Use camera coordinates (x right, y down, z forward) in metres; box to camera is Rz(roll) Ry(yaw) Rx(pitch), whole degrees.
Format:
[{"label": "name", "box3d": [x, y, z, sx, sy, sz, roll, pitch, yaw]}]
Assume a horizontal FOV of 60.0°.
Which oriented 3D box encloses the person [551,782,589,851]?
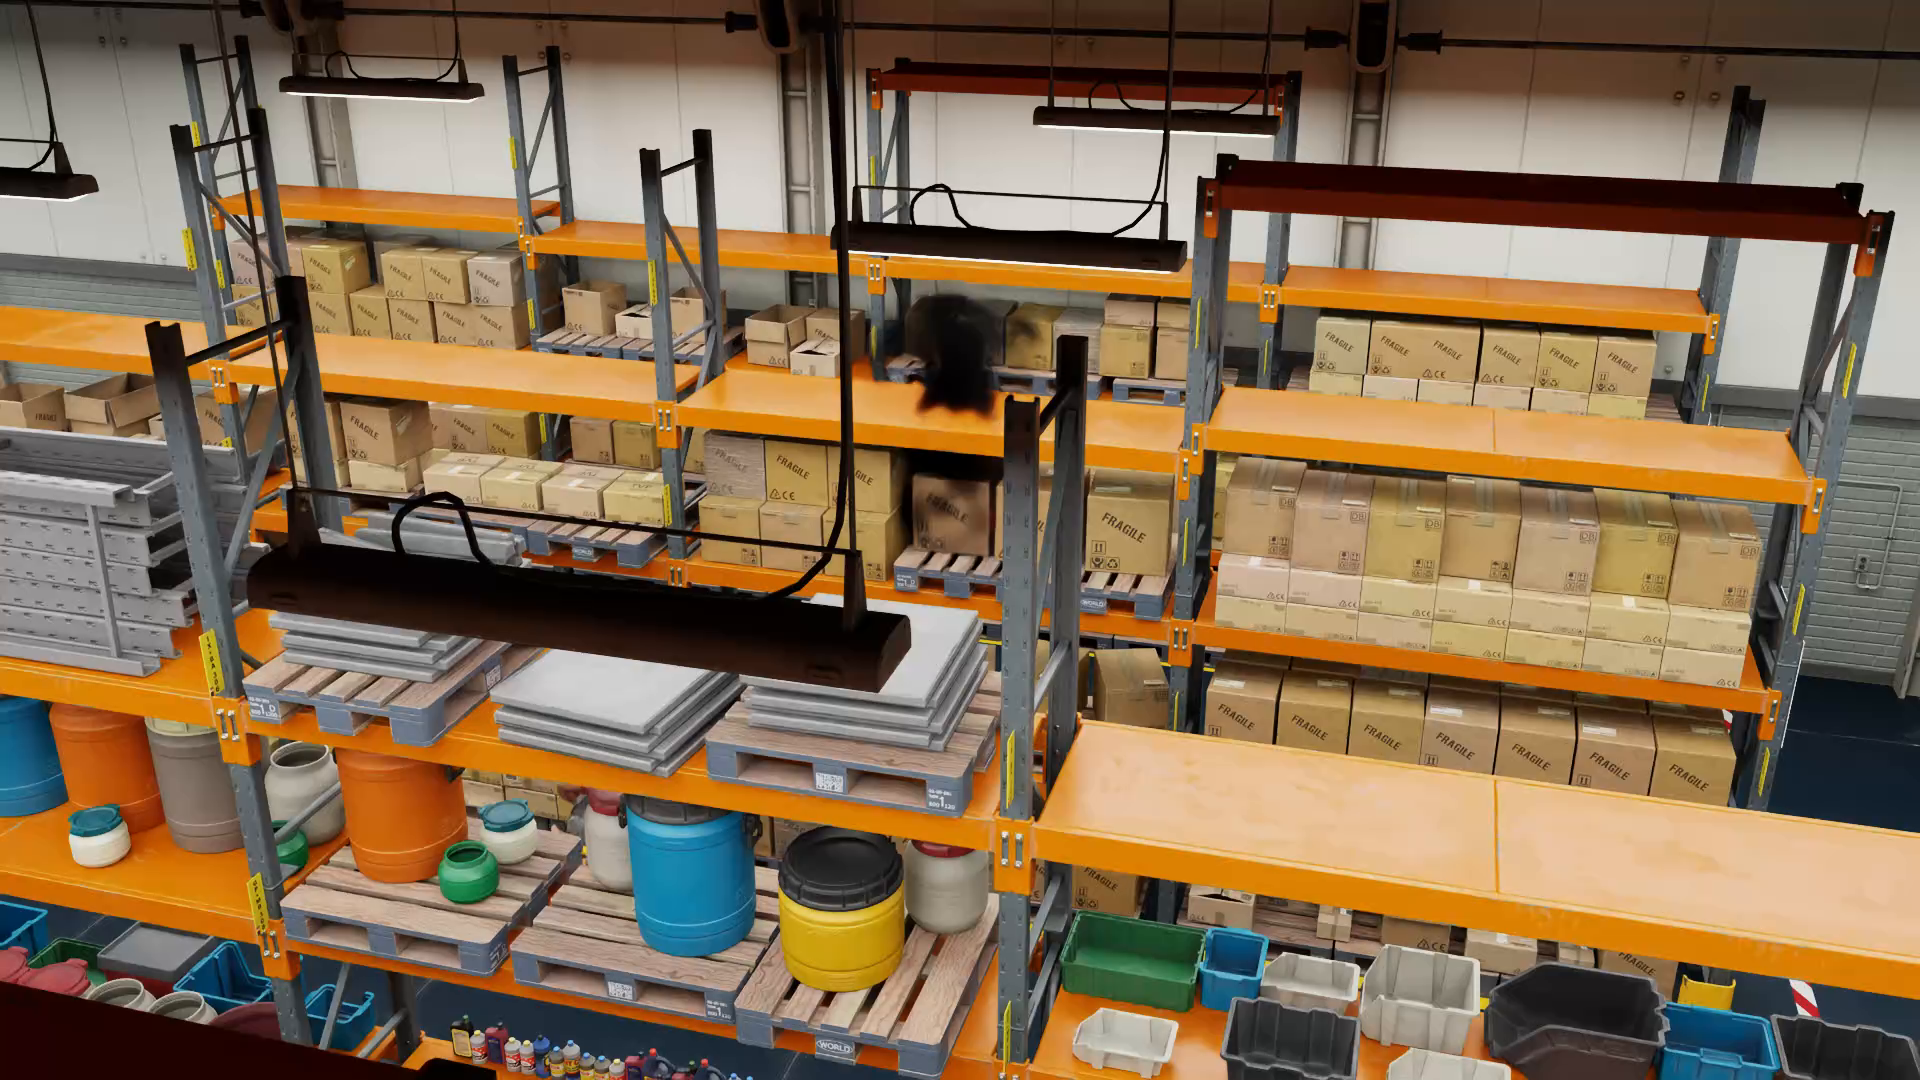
[{"label": "person", "box3d": [-2.681, 2.472, 12.855, 1.005, 1.489, 0.665, 9, 24, 20]}]
